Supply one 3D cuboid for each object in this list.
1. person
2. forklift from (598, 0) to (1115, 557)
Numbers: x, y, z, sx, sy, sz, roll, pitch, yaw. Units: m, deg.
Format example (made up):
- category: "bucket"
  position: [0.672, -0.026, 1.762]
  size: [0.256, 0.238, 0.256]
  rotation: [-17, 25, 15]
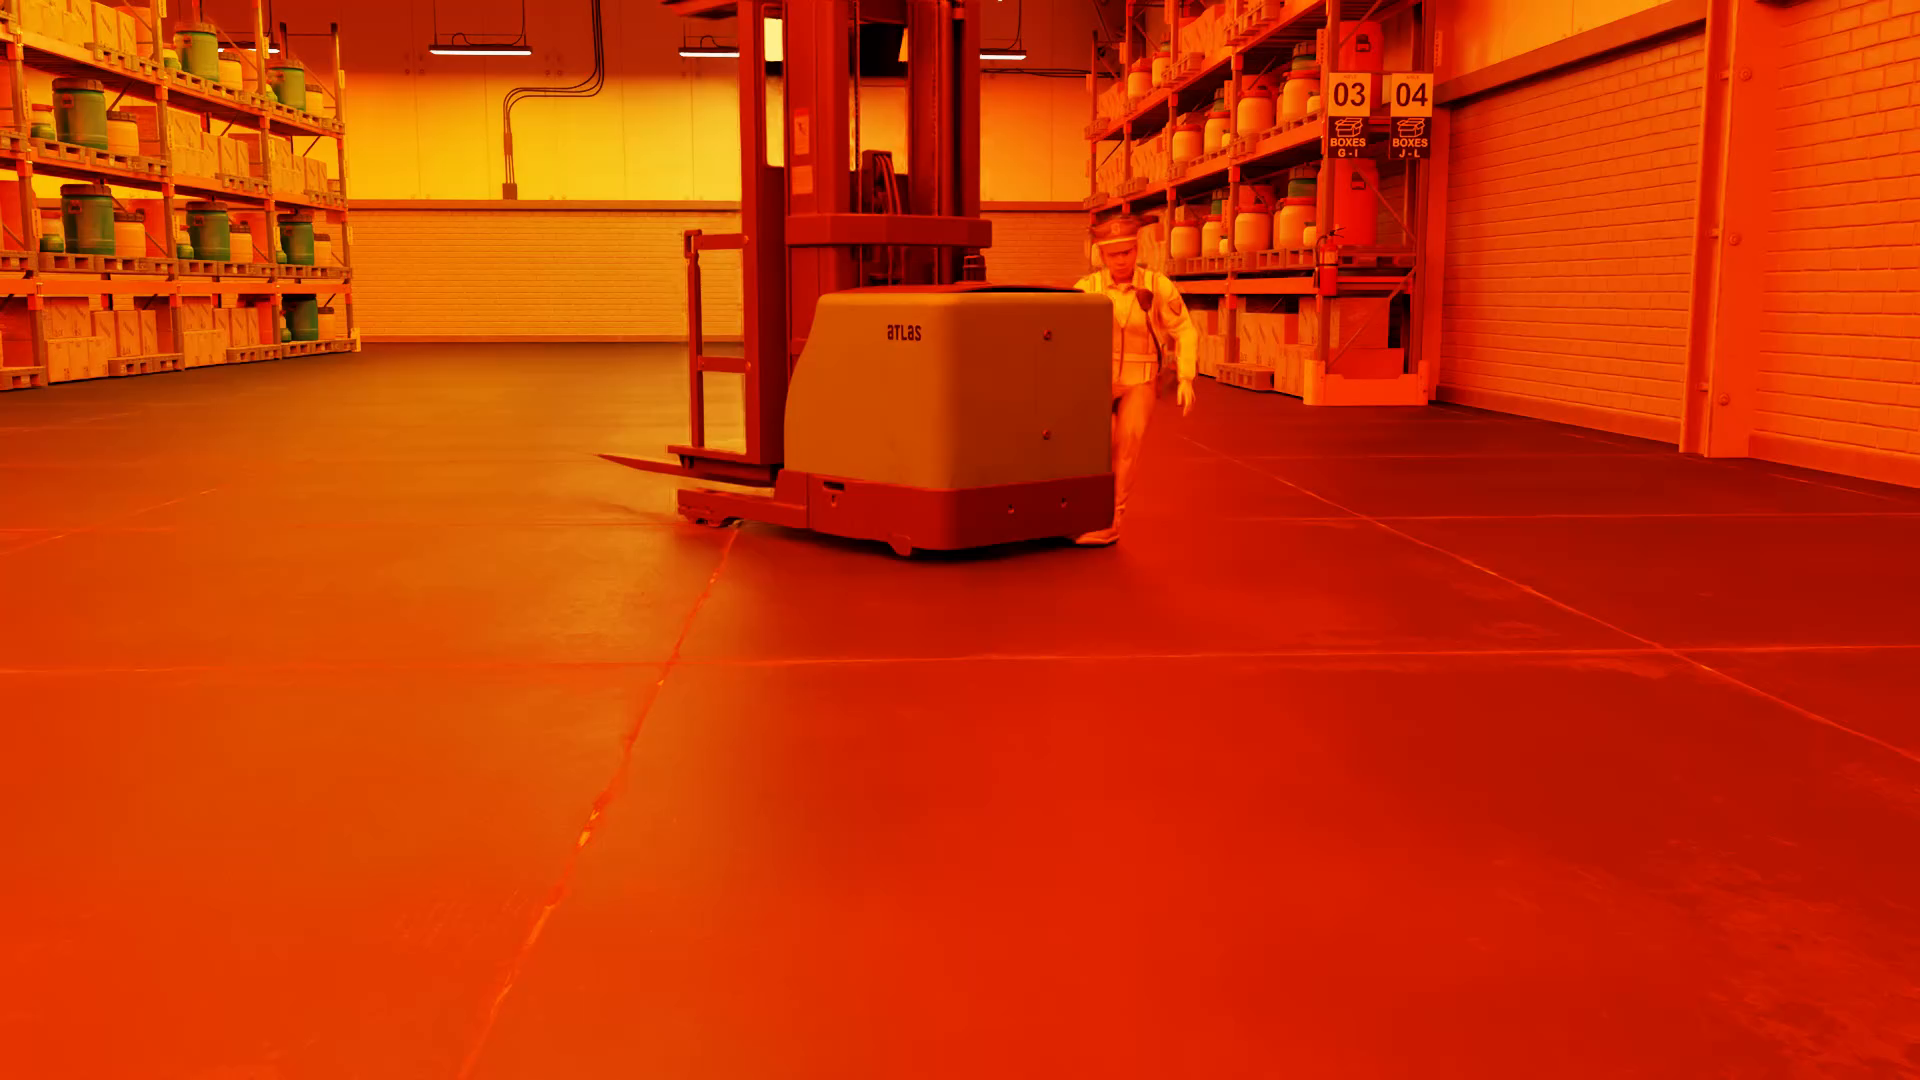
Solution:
- category: "person"
  position: [0.692, -0.682, 7.361]
  size: [0.738, 1.465, 0.857]
  rotation: [1, 8, 5]
- category: "forklift"
  position: [-0.682, -1.549, 7.766]
  size: [1.130, 2.935, 3.031]
  rotation: [-7, 11, -41]
